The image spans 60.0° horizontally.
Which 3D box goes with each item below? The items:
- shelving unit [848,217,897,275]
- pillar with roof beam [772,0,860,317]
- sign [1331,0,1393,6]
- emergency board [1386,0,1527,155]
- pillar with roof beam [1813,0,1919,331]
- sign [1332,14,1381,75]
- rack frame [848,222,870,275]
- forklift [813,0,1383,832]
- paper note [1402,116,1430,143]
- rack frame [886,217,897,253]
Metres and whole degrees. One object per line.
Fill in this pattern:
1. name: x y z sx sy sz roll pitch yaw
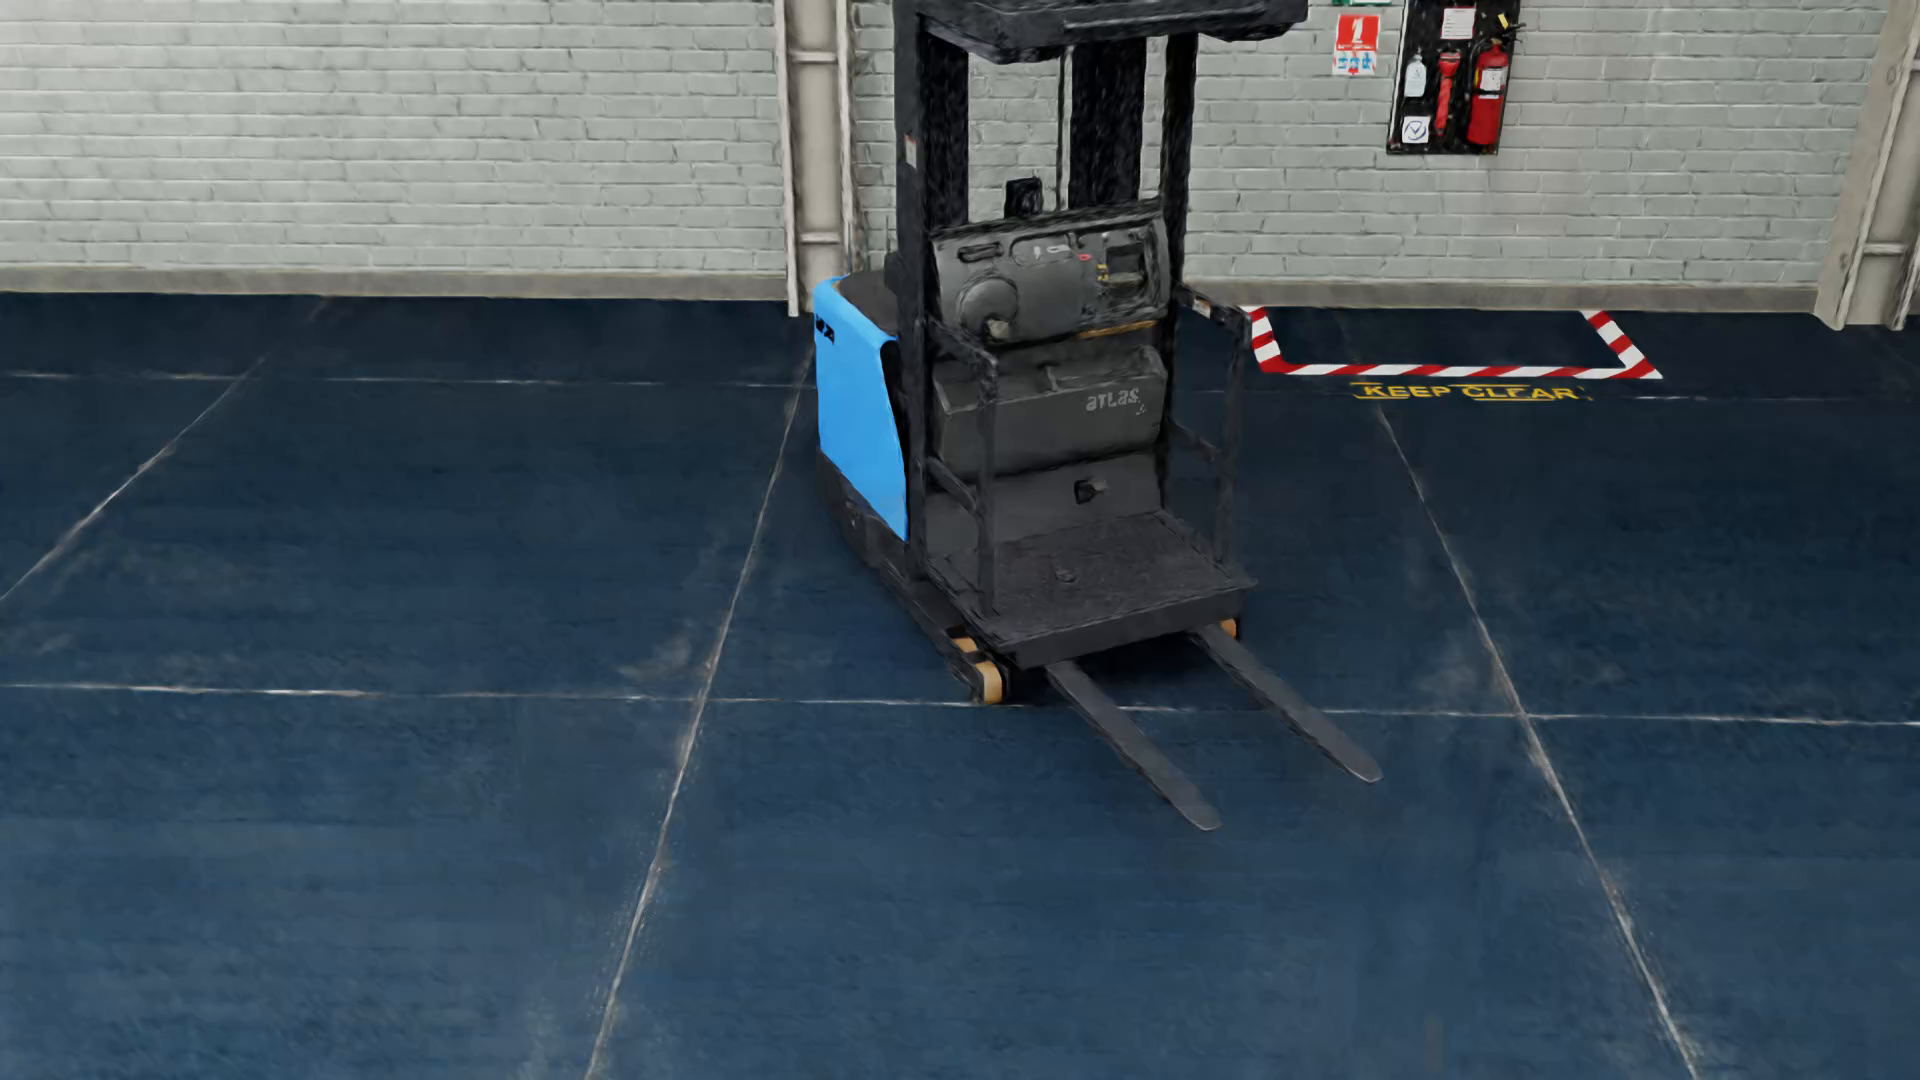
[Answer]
1. shelving unit: -0.360 -0.840 7.553 0.189 1.200 0.258 -12 30 -21
2. pillar with roof beam: -0.948 -3.331 3.925 0.400 9.000 9.100 1 28 2
3. sign: 2.187 -2.958 9.023 0.331 0.109 0.001 1 28 2
4. emergency board: 2.732 -2.655 9.055 0.643 1.169 0.194 1 28 2
5. pillar with roof beam: 5.048 -3.232 3.738 0.400 9.000 9.100 1 28 2
6. sign: 2.183 -2.728 9.155 0.234 0.329 0.001 1 28 2
7. rack frame: -0.443 -0.822 7.519 0.006 1.200 0.240 -12 30 -21
8. forklift: 0.431 -0.917 5.850 1.130 2.935 3.031 -12 30 -21
9. paper note: 2.557 -2.301 9.328 0.142 0.148 0.016 1 28 2
10. rack frame: -0.277 -0.858 7.586 0.006 1.200 0.240 -12 30 -21
